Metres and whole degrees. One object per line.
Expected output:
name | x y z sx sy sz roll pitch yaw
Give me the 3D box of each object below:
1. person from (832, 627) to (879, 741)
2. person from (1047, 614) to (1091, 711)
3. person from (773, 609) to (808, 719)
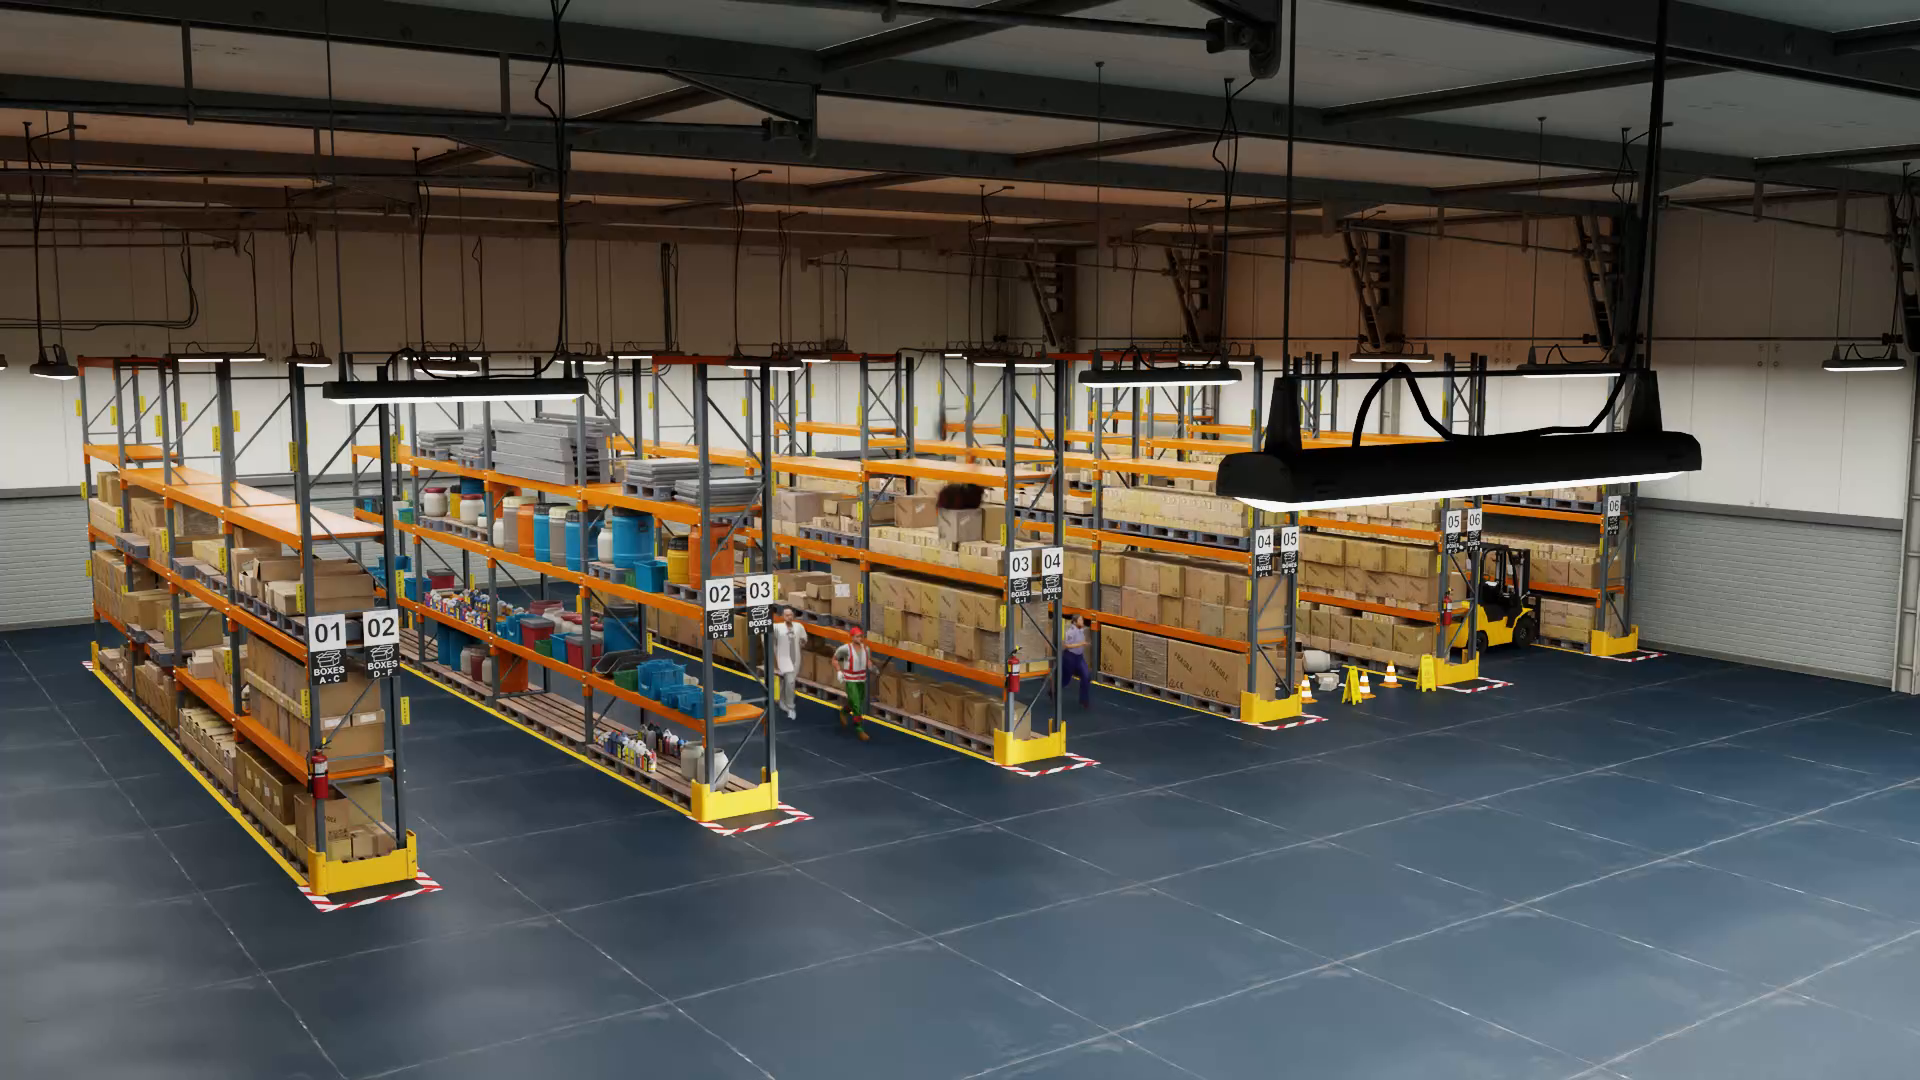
person | -1.721 2.245 26.527 0.631 1.780 0.954 -5 9 -36
person | 1.887 2.094 28.526 0.879 1.711 0.610 5 9 38
person | -2.891 2.062 28.070 0.669 1.853 0.865 -5 8 -34
